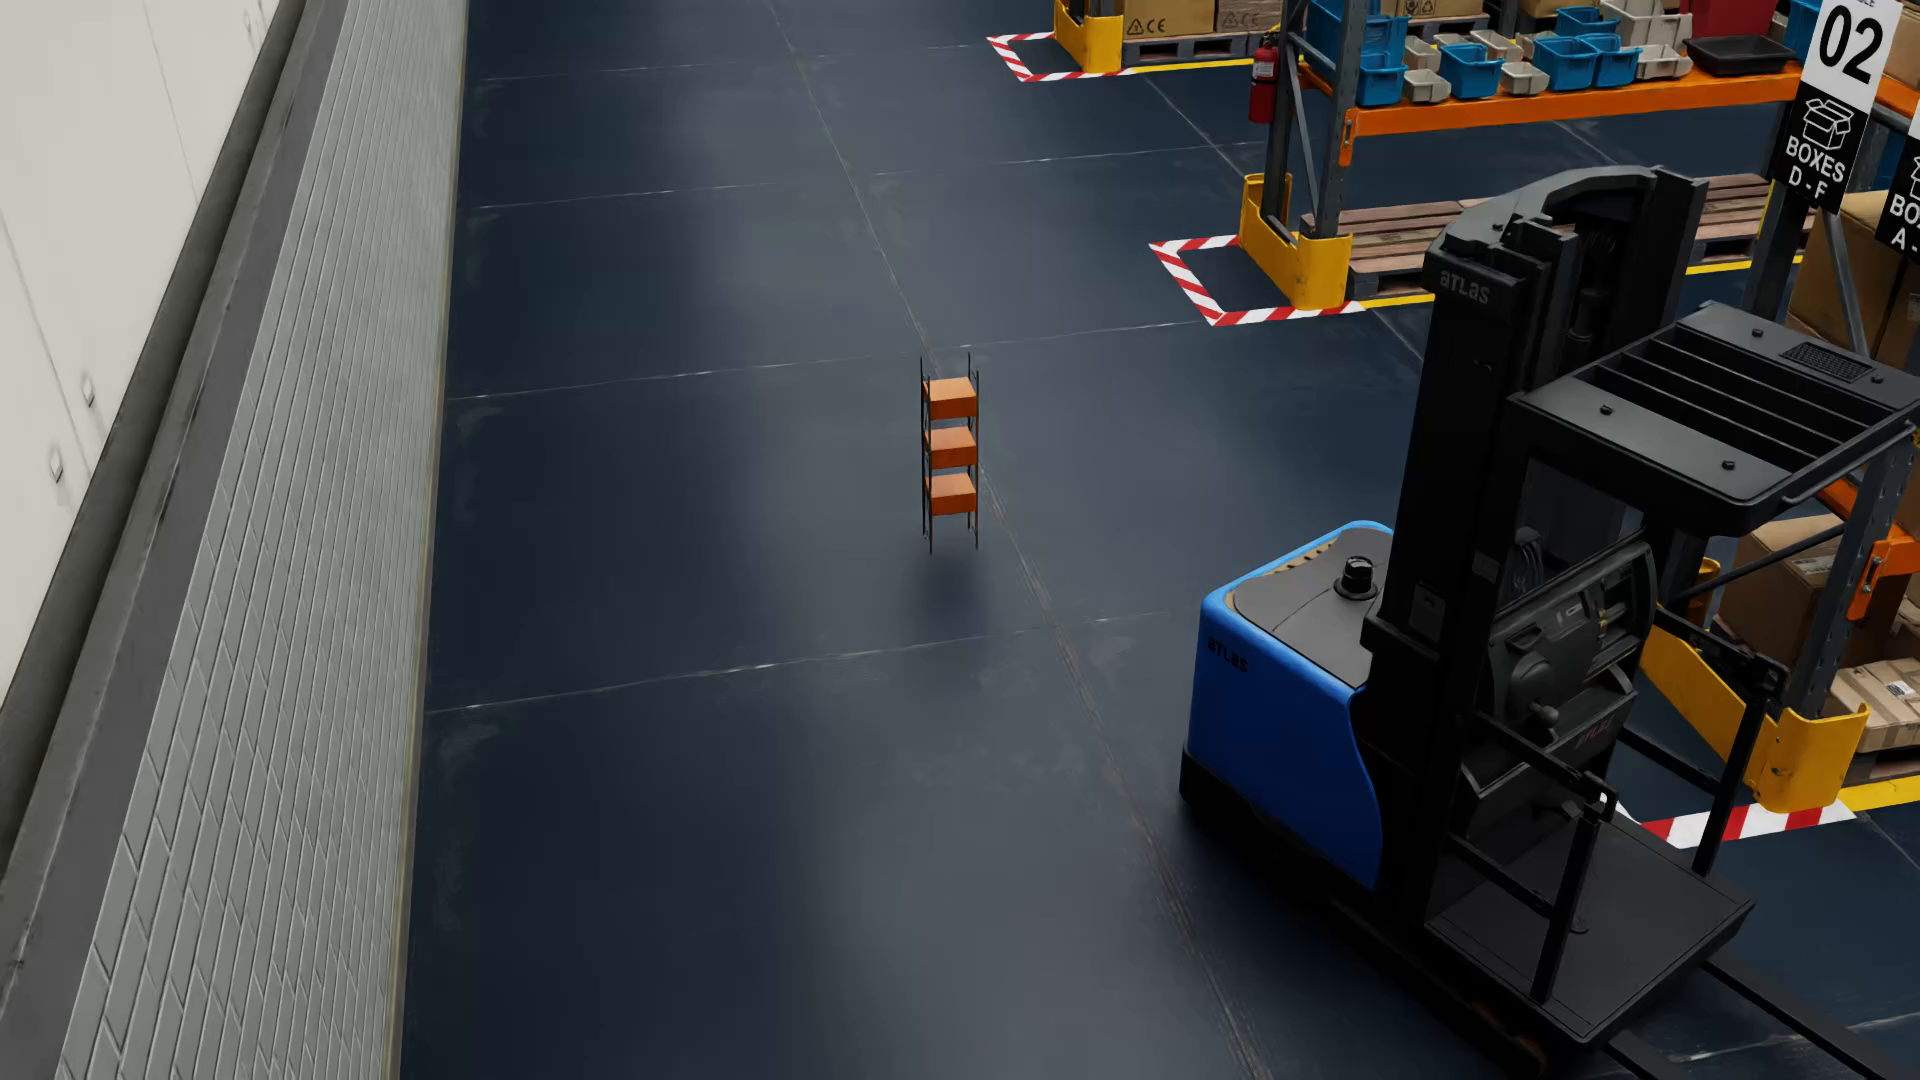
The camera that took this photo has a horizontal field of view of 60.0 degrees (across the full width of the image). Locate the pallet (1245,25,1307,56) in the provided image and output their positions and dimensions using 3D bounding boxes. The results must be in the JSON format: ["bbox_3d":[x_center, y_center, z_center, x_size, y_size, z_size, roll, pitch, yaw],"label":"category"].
[{"bbox_3d":[3.152,-4.926,15.902,1.213,0.211,1.003,-7,35,-11],"label":"pallet"}]

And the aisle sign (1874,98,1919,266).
[{"bbox_3d":[3.382,-1.322,5.696,0.004,0.787,0.394,-7,35,-11],"label":"aisle sign"}]

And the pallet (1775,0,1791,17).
[{"bbox_3d":[8.220,-5.565,16.853,1.213,0.211,1.003,-7,35,-11],"label":"pallet"}]

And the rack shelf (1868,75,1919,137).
[{"bbox_3d":[5.335,-1.604,6.401,4.000,0.370,1.077,-7,35,-11],"label":"rack shelf"}]

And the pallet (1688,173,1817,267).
[{"bbox_3d":[5.488,-2.326,12.026,1.213,0.211,1.003,-7,35,-11],"label":"pallet"}]

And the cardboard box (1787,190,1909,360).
[{"bbox_3d":[3.757,-1.072,6.668,0.500,0.500,0.500,-7,35,-11],"label":"cardboard box"}]

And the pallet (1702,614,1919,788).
[{"bbox_3d":[4.236,0.639,7.608,1.213,0.211,1.003,-7,35,-11],"label":"pallet"}]

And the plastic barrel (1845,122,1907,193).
[{"bbox_3d":[6.731,-2.956,11.969,0.708,0.901,0.600,-7,35,-11],"label":"plastic barrel"}]

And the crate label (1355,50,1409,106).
[{"bbox_3d":[2.608,-2.910,10.491,0.303,0.233,0.416,-7,35,-11],"label":"crate label"}]

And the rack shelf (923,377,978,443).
[{"bbox_3d":[-0.052,-0.656,8.295,0.240,0.259,0.215,-7,35,-11],"label":"rack shelf"}]

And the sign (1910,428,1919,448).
[{"bbox_3d":[3.504,-0.475,5.990,0.005,0.325,0.100,-7,35,-11],"label":"sign"}]

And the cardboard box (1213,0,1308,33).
[{"bbox_3d":[2.696,-5.322,15.518,0.875,0.875,0.875,-7,35,-11],"label":"cardboard box"}]

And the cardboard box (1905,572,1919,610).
[{"bbox_3d":[4.793,0.247,7.763,0.500,0.250,0.500,-7,35,-11],"label":"cardboard box"}]

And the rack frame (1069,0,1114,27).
[{"bbox_3d":[1.202,-5.795,14.694,0.127,3.000,1.000,-7,35,-11],"label":"rack frame"}]

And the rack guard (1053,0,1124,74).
[{"bbox_3d":[1.179,-4.755,15.386,0.348,0.500,1.175,-7,35,-11],"label":"rack guard"}]

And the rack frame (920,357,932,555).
[{"bbox_3d":[-0.171,-0.414,8.425,0.008,1.050,0.200,-7,35,-11],"label":"rack frame"}]

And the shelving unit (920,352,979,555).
[{"bbox_3d":[-0.052,-0.429,8.448,0.252,1.050,0.215,-7,35,-11],"label":"shelving unit"}]

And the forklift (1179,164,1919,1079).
[{"bbox_3d":[2.228,0.380,5.553,1.130,2.935,3.031,-23,40,-31],"label":"forklift"}]

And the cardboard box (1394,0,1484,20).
[{"bbox_3d":[4.442,-5.542,15.846,0.875,0.875,0.875,-7,35,-11],"label":"cardboard box"}]

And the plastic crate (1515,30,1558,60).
[{"bbox_3d":[3.887,-3.339,11.217,0.250,0.136,0.298,-7,35,-11],"label":"plastic crate"}]

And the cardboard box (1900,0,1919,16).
[{"bbox_3d":[3.829,-2.003,6.038,0.500,0.250,0.500,-7,35,-11],"label":"cardboard box"}]

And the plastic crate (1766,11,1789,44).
[{"bbox_3d":[5.711,-3.531,11.503,0.243,0.136,0.396,-7,35,-11],"label":"plastic crate"}]

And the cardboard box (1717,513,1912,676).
[{"bbox_3d":[3.860,0.244,7.543,0.500,0.500,0.500,-7,35,-11],"label":"cardboard box"}]

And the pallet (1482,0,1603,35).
[{"bbox_3d":[5.840,-5.265,16.406,1.213,0.211,1.003,-7,35,-11],"label":"pallet"}]

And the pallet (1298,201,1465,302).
[{"bbox_3d":[3.108,-2.026,11.579,1.213,0.211,1.003,-7,35,-11],"label":"pallet"}]

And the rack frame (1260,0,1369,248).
[{"bbox_3d":[2.295,-3.103,10.683,0.127,3.000,1.000,-7,35,-11],"label":"rack frame"}]

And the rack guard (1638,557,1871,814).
[{"bbox_3d":[3.458,0.618,7.381,0.348,0.500,1.175,-7,35,-11],"label":"rack guard"}]

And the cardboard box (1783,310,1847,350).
[{"bbox_3d":[3.761,-0.655,6.945,0.500,0.500,0.500,-6,34,-9],"label":"cardboard box"}]

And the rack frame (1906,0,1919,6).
[{"bbox_3d":[3.384,-2.902,4.999,0.127,3.000,1.000,-7,35,-11],"label":"rack frame"}]

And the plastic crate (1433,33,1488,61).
[{"bbox_3d":[3.336,-3.245,11.077,0.243,0.136,0.396,-7,35,-11],"label":"plastic crate"}]

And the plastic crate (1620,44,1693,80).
[{"bbox_3d":[4.564,-3.133,10.910,0.466,0.136,0.293,-7,35,-11],"label":"plastic crate"}]

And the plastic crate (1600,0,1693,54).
[{"bbox_3d":[4.666,-3.483,11.301,0.530,0.282,0.437,-7,35,-11],"label":"plastic crate"}]

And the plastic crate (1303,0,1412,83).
[{"bbox_3d":[2.580,-3.286,10.869,0.499,0.435,0.616,-7,35,-11],"label":"plastic crate"}]

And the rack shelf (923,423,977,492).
[{"bbox_3d":[-0.052,-0.421,8.454,0.240,0.259,0.215,-7,35,-11],"label":"rack shelf"}]

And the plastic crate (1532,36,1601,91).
[{"bbox_3d":[3.893,-3.072,10.733,0.300,0.233,0.416,-7,35,-11],"label":"plastic crate"}]

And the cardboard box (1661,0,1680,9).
[{"bbox_3d":[6.595,-5.779,16.200,0.875,0.875,1.225,-8,35,-12],"label":"cardboard box"}]

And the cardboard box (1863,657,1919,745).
[{"bbox_3d":[4.112,0.687,7.181,0.250,0.166,0.380,-7,35,-11],"label":"cardboard box"}]

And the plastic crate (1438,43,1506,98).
[{"bbox_3d":[3.250,-2.991,10.612,0.300,0.233,0.416,-7,35,-11],"label":"plastic crate"}]
